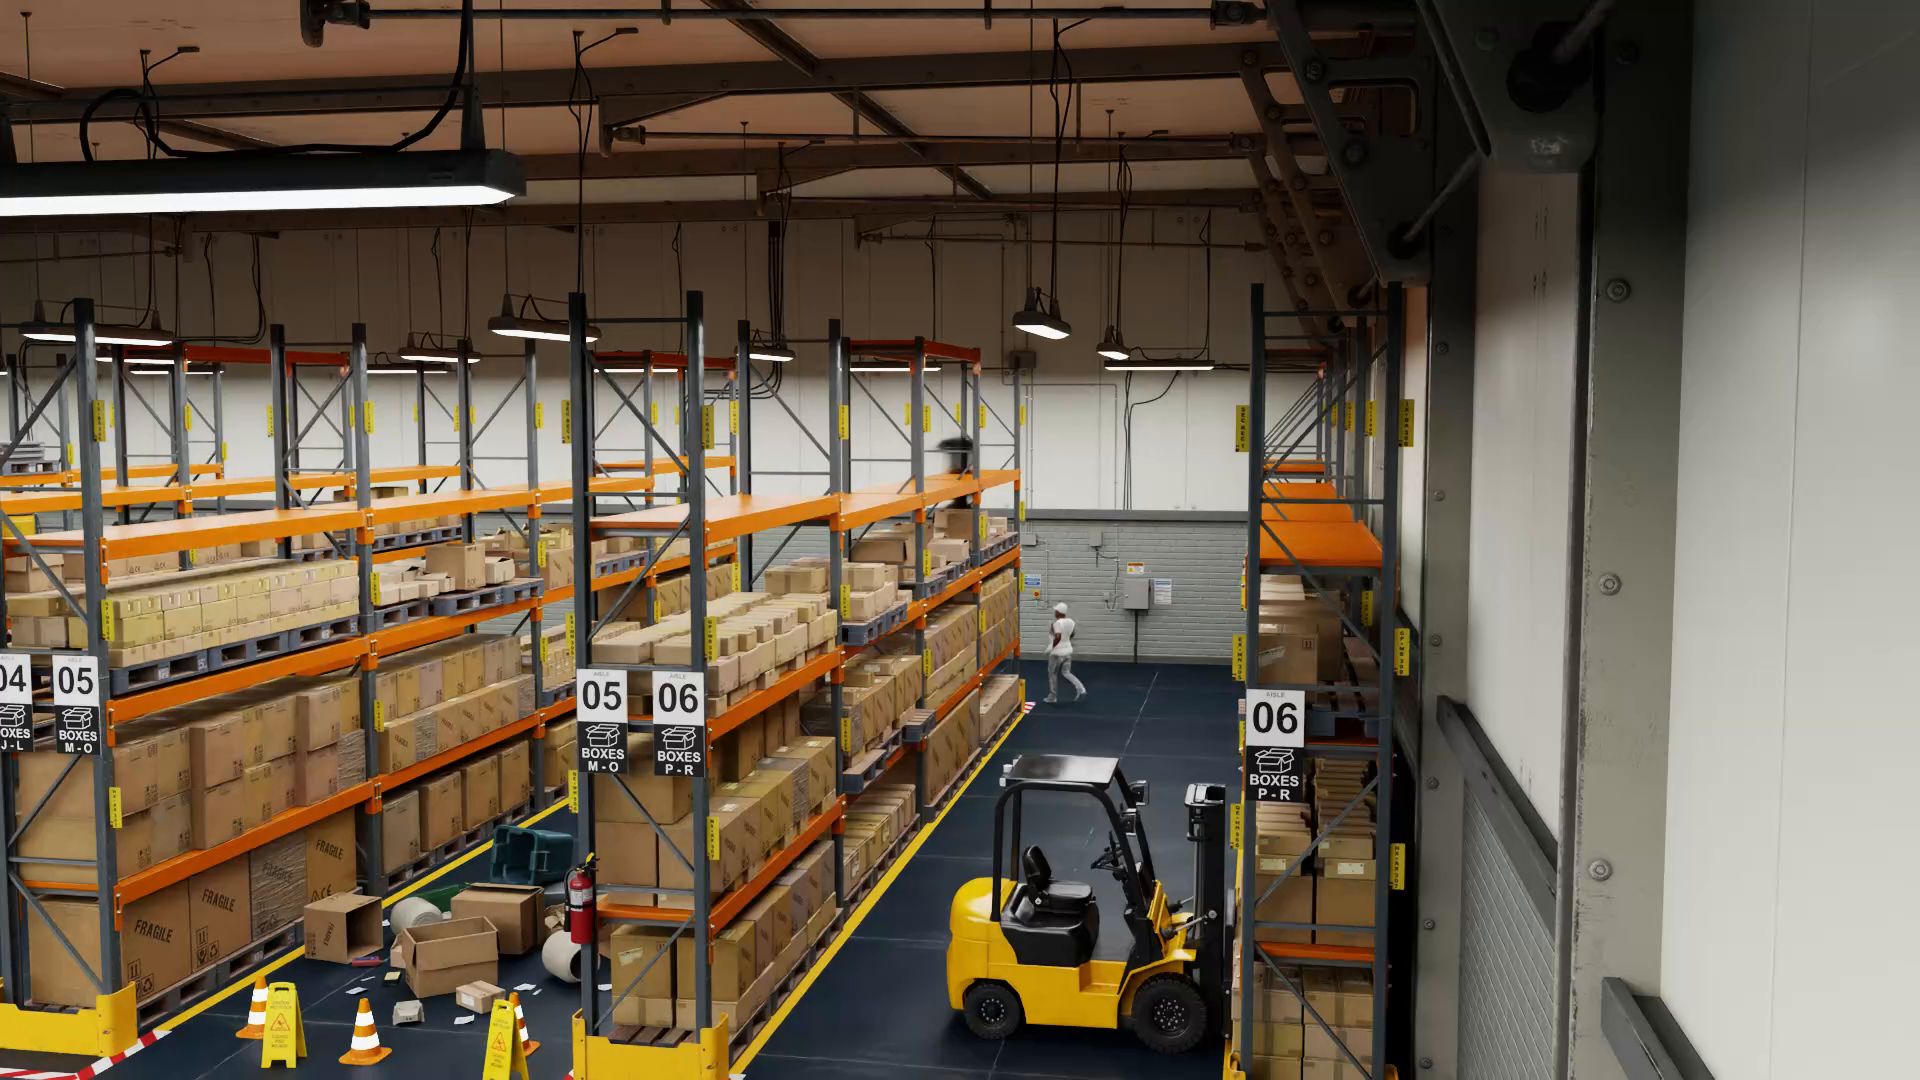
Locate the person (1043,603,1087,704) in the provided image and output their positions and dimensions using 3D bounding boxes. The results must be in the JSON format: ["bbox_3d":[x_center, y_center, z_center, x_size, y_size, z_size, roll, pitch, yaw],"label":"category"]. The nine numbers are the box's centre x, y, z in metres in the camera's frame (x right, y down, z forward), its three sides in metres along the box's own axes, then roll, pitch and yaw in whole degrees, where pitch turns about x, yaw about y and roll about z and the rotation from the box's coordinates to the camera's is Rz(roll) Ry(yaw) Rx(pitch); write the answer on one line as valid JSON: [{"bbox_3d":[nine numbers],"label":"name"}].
[{"bbox_3d":[1.746,1.961,28.676,0.888,1.769,0.707,4,6,42],"label":"person"}]
